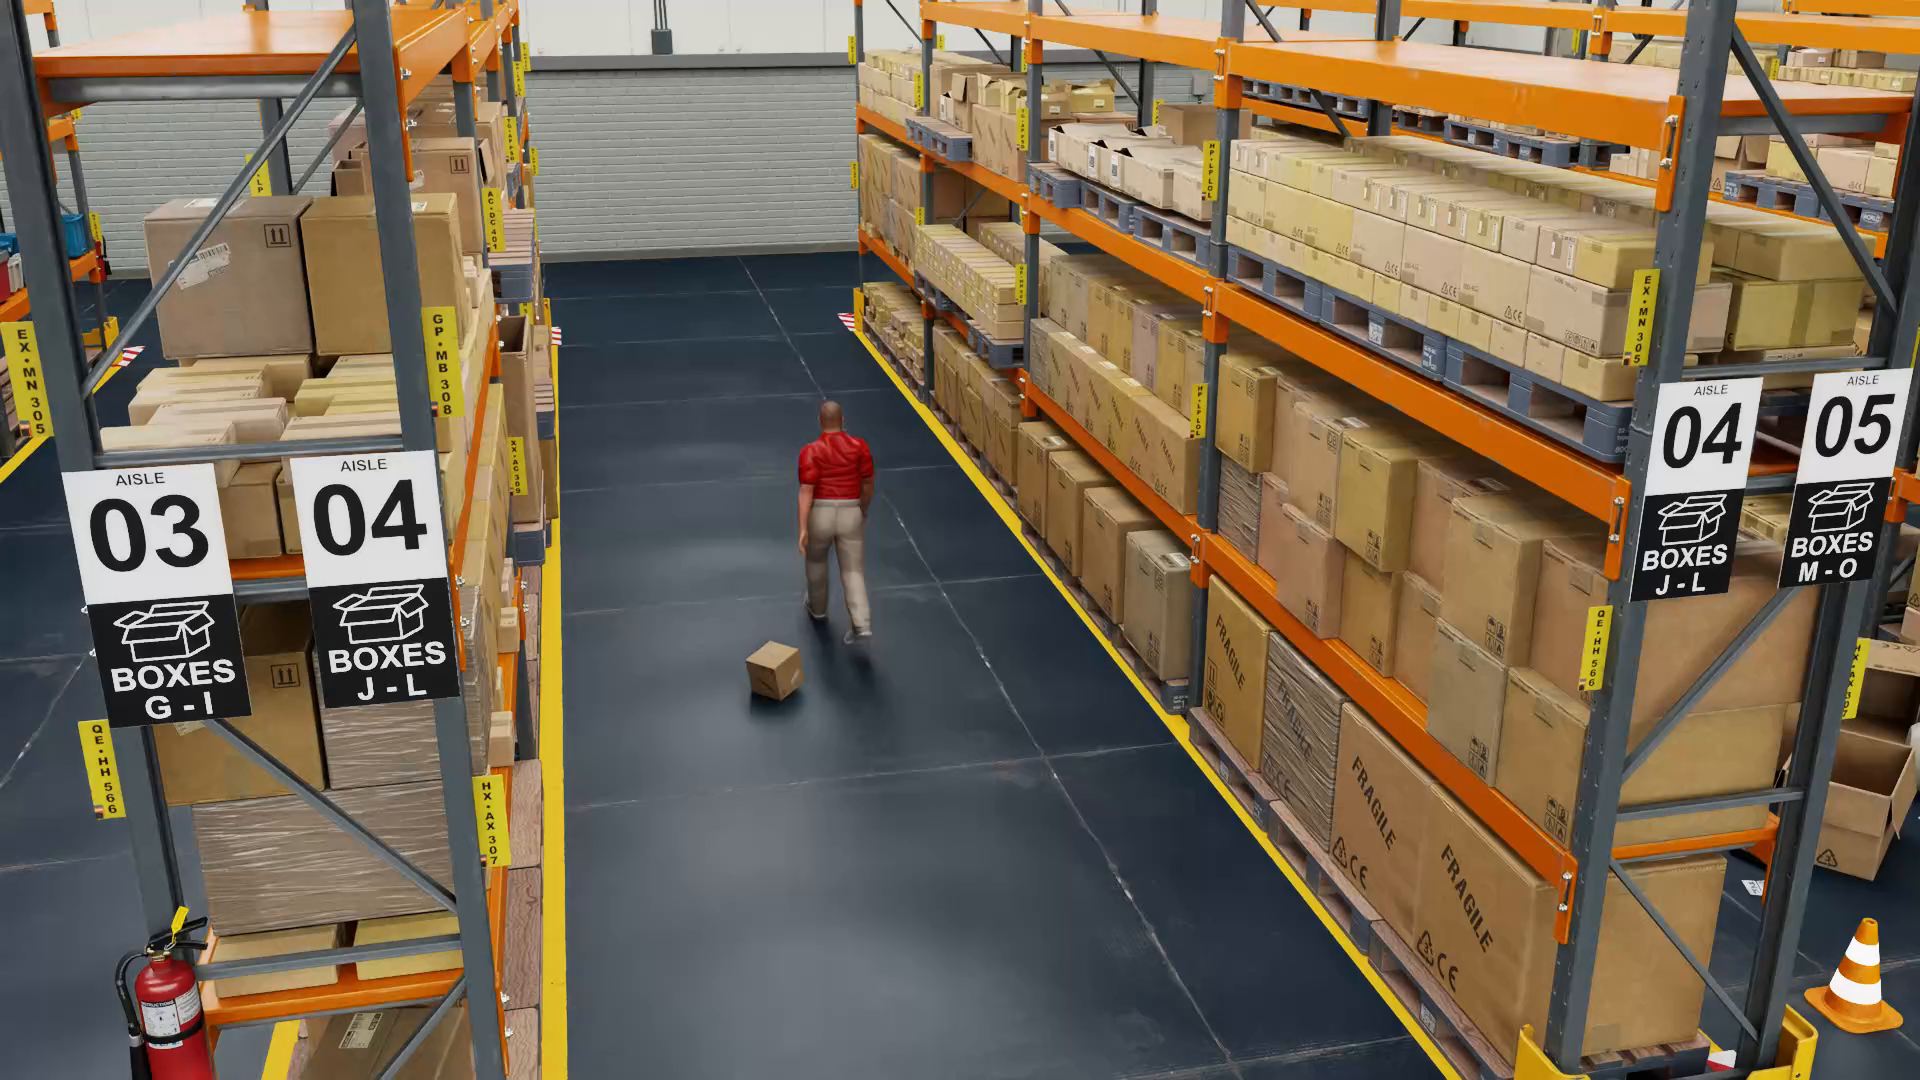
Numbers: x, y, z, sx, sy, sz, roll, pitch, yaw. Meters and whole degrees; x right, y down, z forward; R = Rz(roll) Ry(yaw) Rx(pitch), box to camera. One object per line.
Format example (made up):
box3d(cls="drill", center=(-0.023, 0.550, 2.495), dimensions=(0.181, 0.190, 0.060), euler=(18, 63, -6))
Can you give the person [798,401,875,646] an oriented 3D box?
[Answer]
box3d(cls="person", center=(-0.859, -0.140, 11.536), dimensions=(0.578, 1.662, 1.115), euler=(-4, 20, -11))
